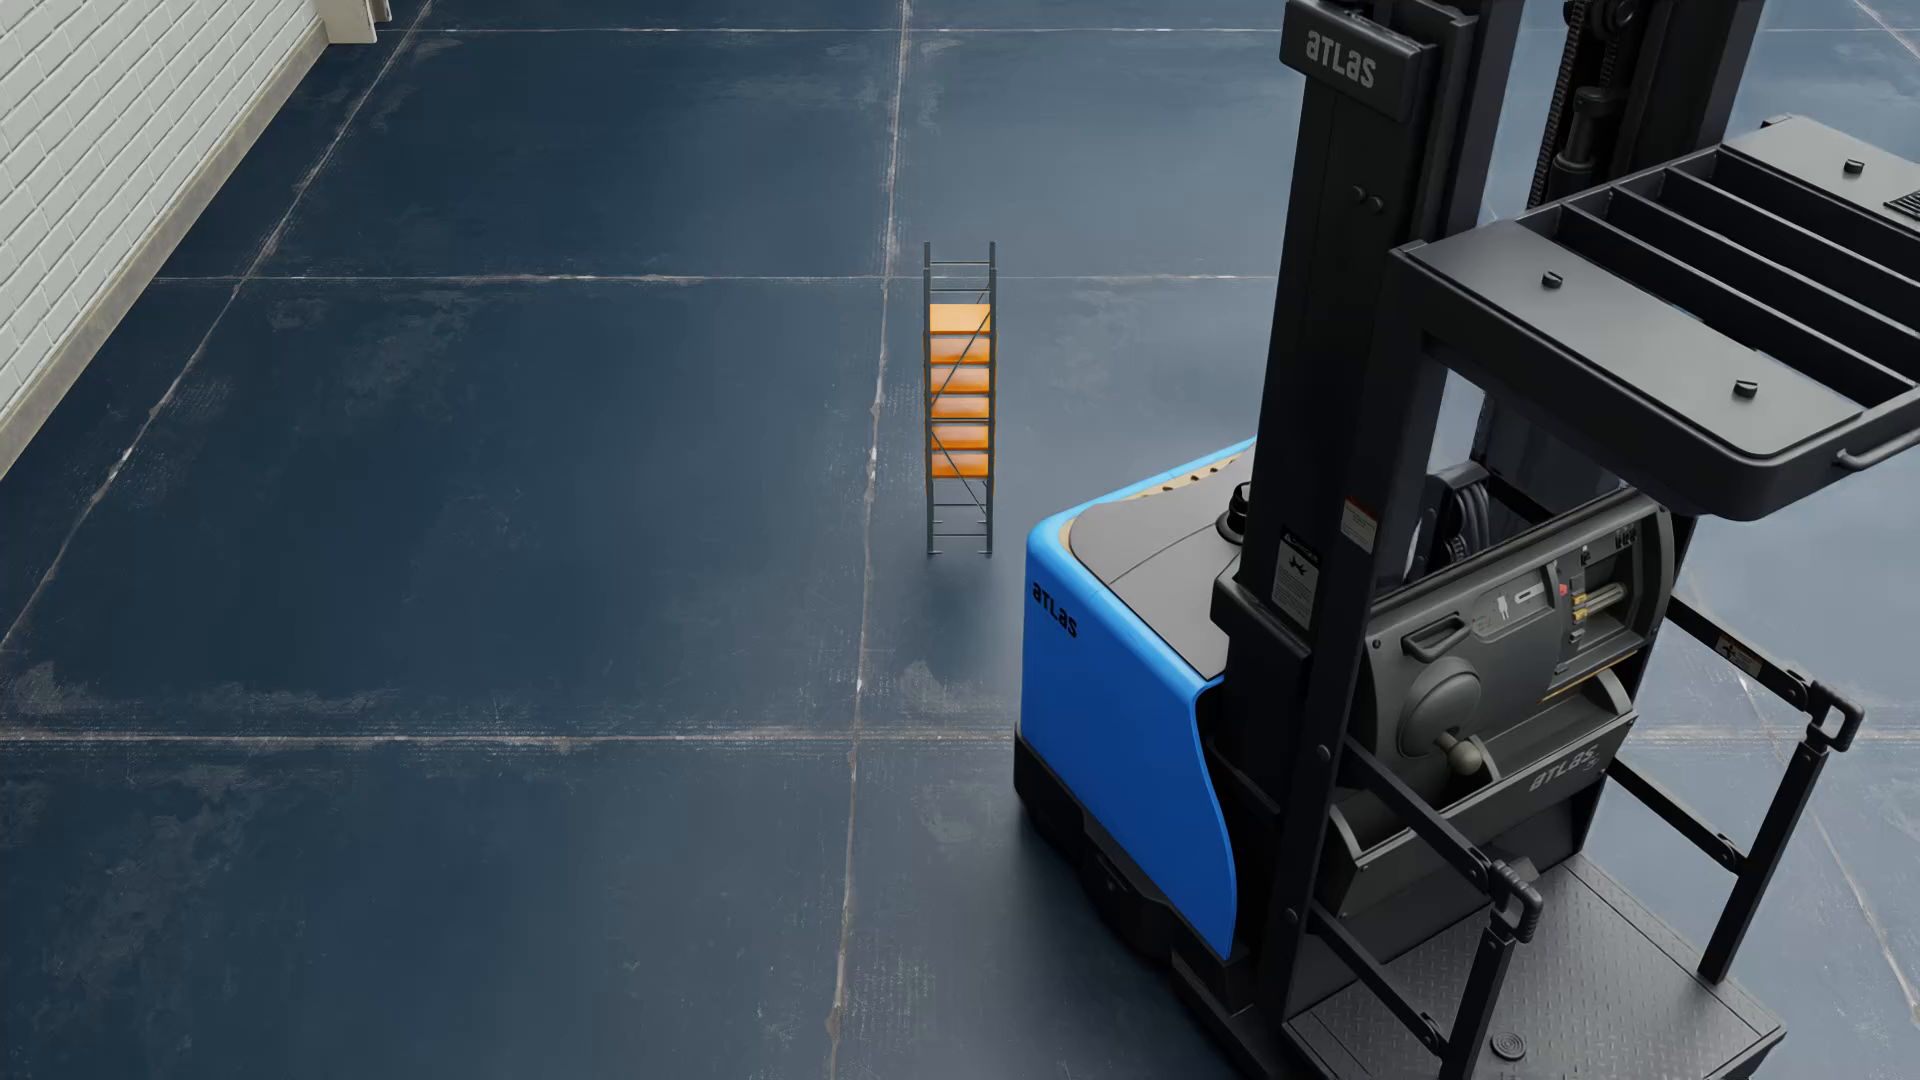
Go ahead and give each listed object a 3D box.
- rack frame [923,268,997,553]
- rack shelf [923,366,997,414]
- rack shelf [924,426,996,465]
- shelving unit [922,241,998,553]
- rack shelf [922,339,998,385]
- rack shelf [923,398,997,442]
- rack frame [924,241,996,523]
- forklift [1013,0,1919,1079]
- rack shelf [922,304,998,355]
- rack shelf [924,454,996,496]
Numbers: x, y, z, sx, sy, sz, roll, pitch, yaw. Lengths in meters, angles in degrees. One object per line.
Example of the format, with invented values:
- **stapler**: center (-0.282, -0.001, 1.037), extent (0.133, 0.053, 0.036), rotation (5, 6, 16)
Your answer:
- **rack frame**: center (0.000, -0.420, 5.815), extent (0.240, 1.200, 0.006), rotation (0, 39, 0)
- **rack shelf**: center (0.000, -0.536, 5.839), extent (0.258, 0.103, 0.180), rotation (0, 39, 0)
- **rack shelf**: center (0.000, -0.349, 5.989), extent (0.258, 0.103, 0.180), rotation (0, 39, 0)
- **shelving unit**: center (0.000, -0.477, 5.886), extent (0.258, 1.200, 0.189), rotation (0, 39, 0)
- **rack shelf**: center (0.000, -0.630, 5.764), extent (0.258, 0.103, 0.180), rotation (0, 39, 0)
- **rack shelf**: center (0.000, -0.443, 5.914), extent (0.258, 0.103, 0.180), rotation (0, 39, 0)
- **rack frame**: center (0.000, -0.534, 5.957), extent (0.240, 1.200, 0.006), rotation (0, 39, 0)
- **forklift**: center (1.369, 0.279, 3.558), extent (1.130, 2.935, 3.031), rotation (-21, 43, -24)
- **rack shelf**: center (0.000, -0.724, 5.689), extent (0.258, 0.103, 0.180), rotation (0, 39, 0)
- **rack shelf**: center (0.000, -0.255, 6.064), extent (0.258, 0.103, 0.180), rotation (0, 39, 0)
